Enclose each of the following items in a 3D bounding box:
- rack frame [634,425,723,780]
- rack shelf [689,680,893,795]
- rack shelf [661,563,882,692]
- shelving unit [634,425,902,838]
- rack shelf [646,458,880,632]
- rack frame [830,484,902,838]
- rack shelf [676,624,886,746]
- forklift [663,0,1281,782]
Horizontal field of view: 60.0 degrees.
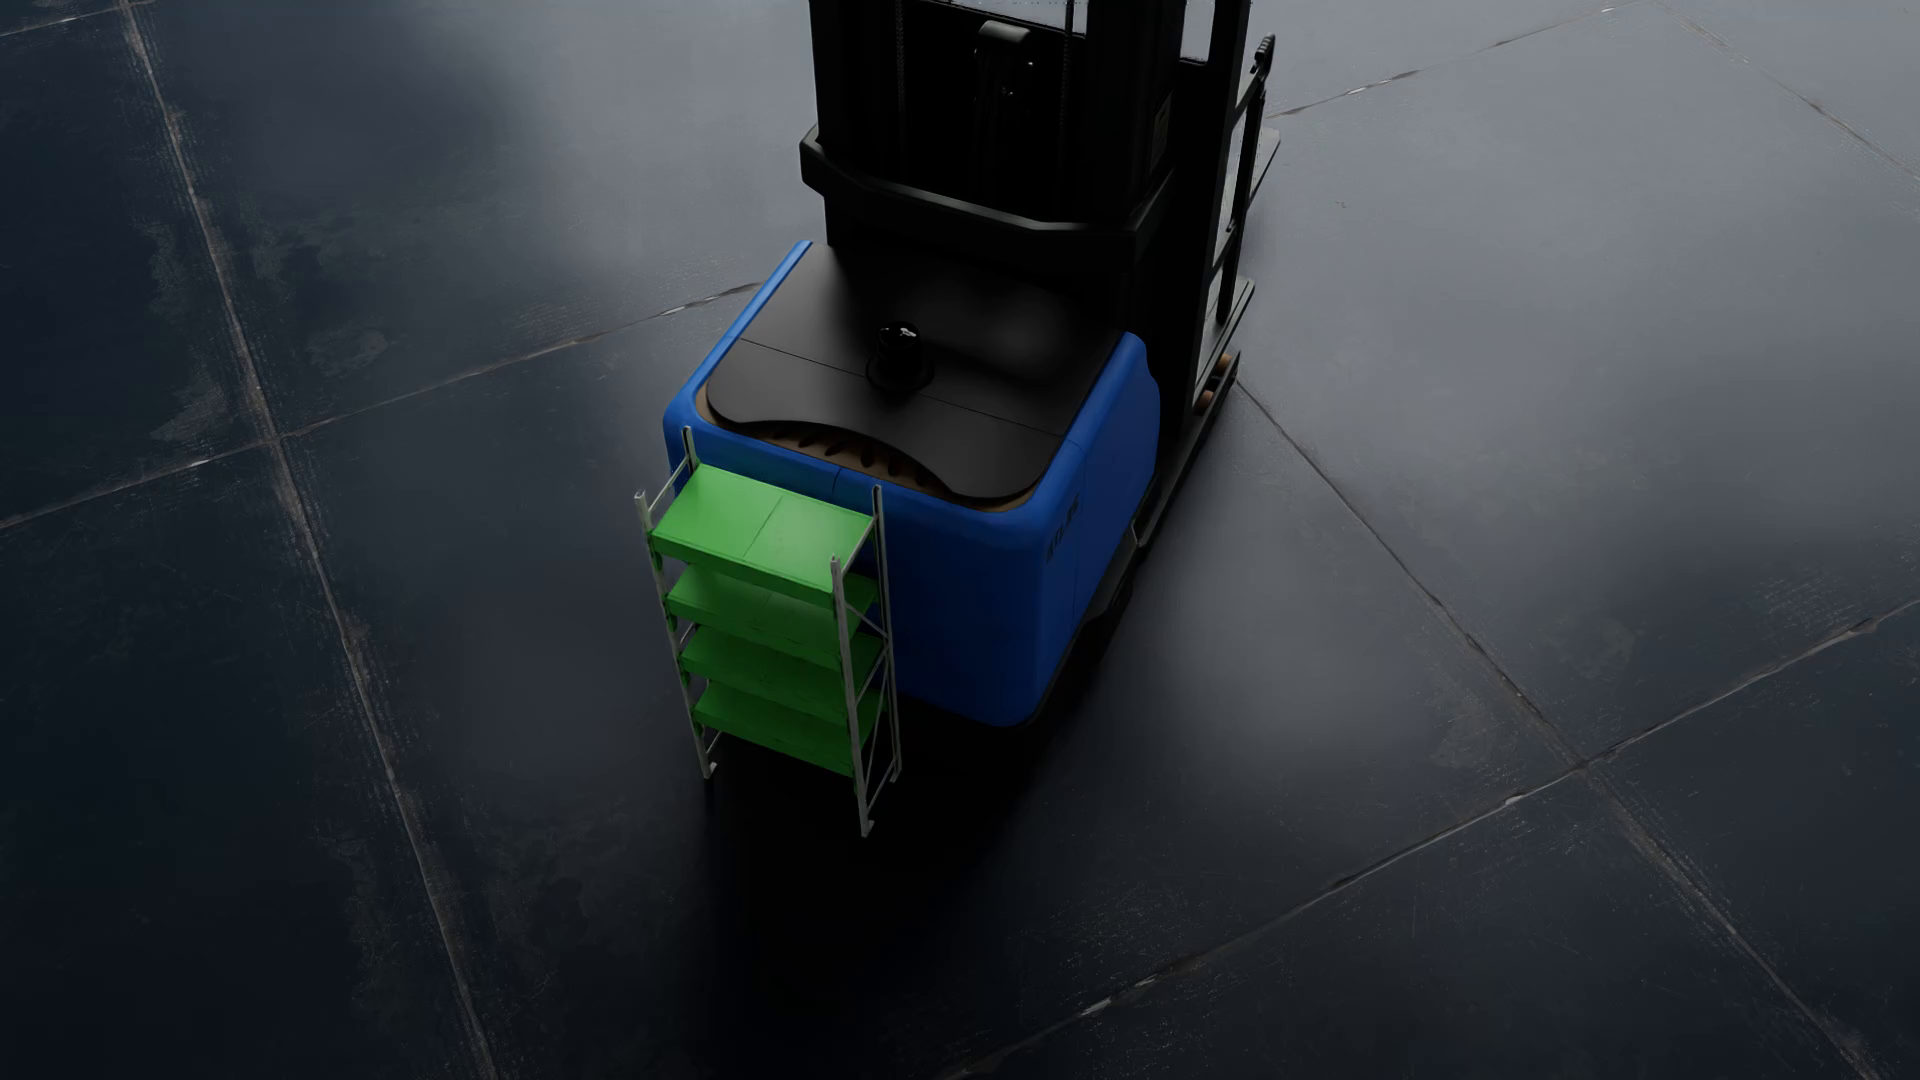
[{"bbox_3d":[-0.673,0.202,4.271,0.015,1.200,0.240,17,53,15],"label":"rack frame"},{"bbox_3d":[-0.444,0.466,4.443,0.480,0.148,0.258,17,53,15],"label":"rack shelf"},{"bbox_3d":[-0.450,0.161,4.073,0.480,0.148,0.258,17,53,15],"label":"rack shelf"},{"bbox_3d":[-0.448,0.273,4.209,0.503,1.200,0.258,17,53,15],"label":"shelving unit"},{"bbox_3d":[-0.453,0.008,3.888,0.480,0.148,0.258,17,53,15],"label":"rack shelf"},{"bbox_3d":[-0.223,0.344,4.147,0.015,1.200,0.240,17,53,15],"label":"rack frame"},{"bbox_3d":[-0.447,0.314,4.258,0.480,0.148,0.258,17,53,15],"label":"rack shelf"},{"bbox_3d":[0.299,-1.429,4.553,1.130,2.935,3.031,18,51,15],"label":"forklift"}]
